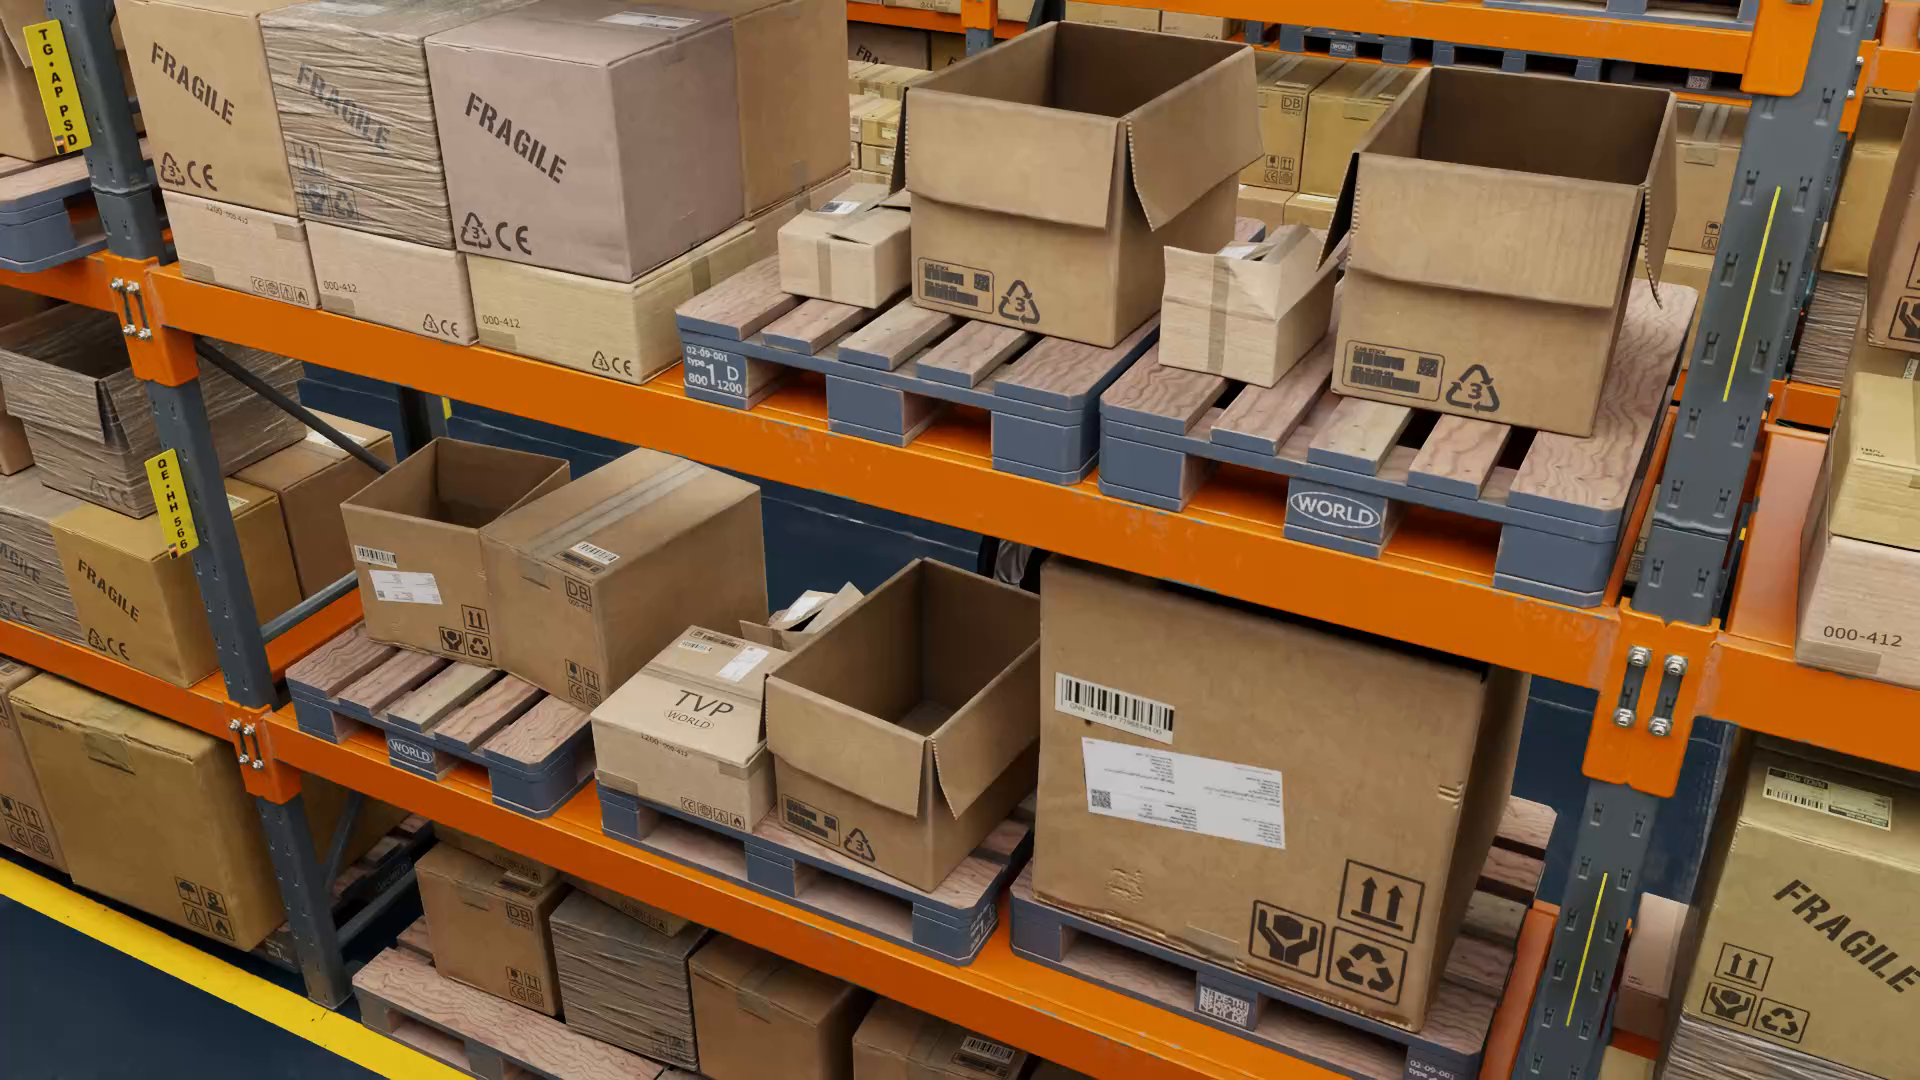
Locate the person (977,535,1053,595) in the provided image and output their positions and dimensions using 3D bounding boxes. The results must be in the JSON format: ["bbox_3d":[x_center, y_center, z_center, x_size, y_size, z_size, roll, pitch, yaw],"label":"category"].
[{"bbox_3d":[0.282,0.296,6.637,0.414,1.722,0.594,13,32,21],"label":"person"}]
